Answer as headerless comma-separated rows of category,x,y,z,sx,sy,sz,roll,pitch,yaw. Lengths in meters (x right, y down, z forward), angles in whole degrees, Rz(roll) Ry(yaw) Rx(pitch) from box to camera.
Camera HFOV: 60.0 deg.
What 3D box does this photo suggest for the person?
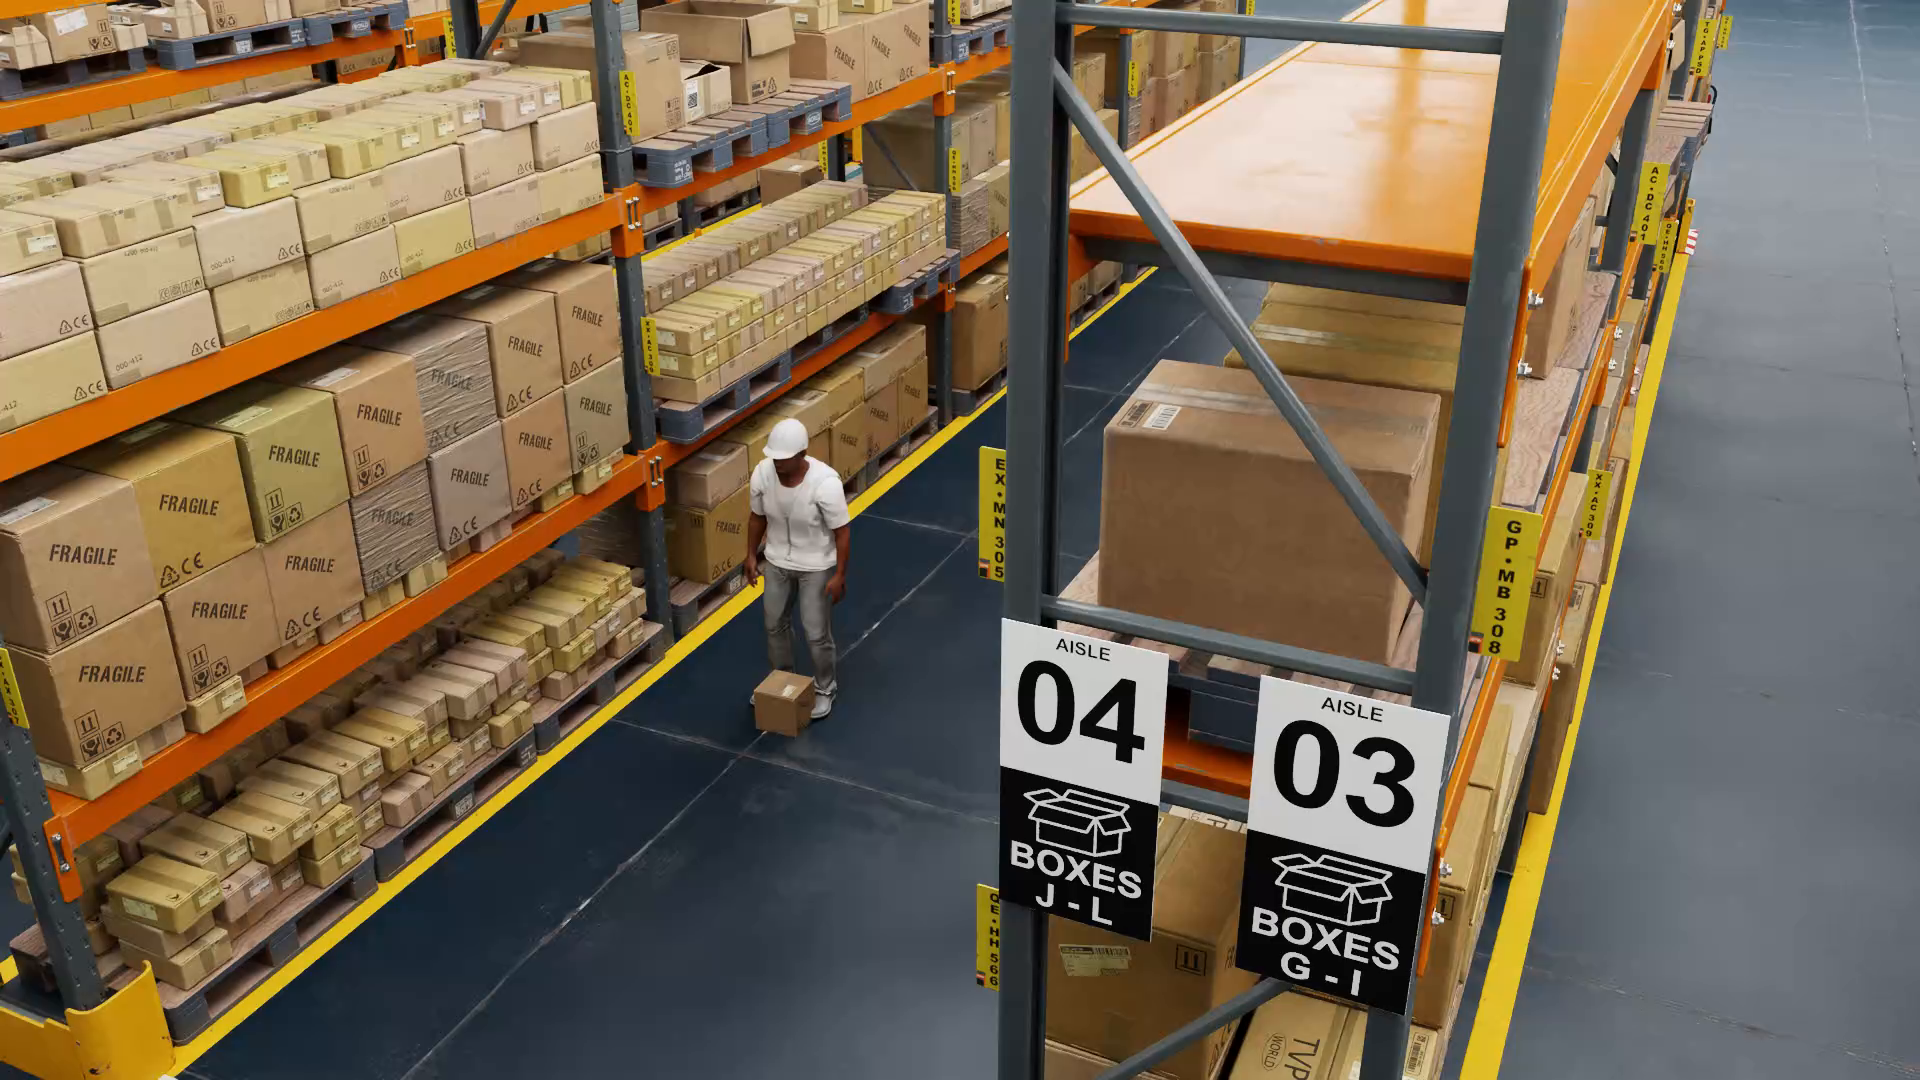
person,-0.896,0.139,9.123,0.627,1.761,0.456,12,28,22
